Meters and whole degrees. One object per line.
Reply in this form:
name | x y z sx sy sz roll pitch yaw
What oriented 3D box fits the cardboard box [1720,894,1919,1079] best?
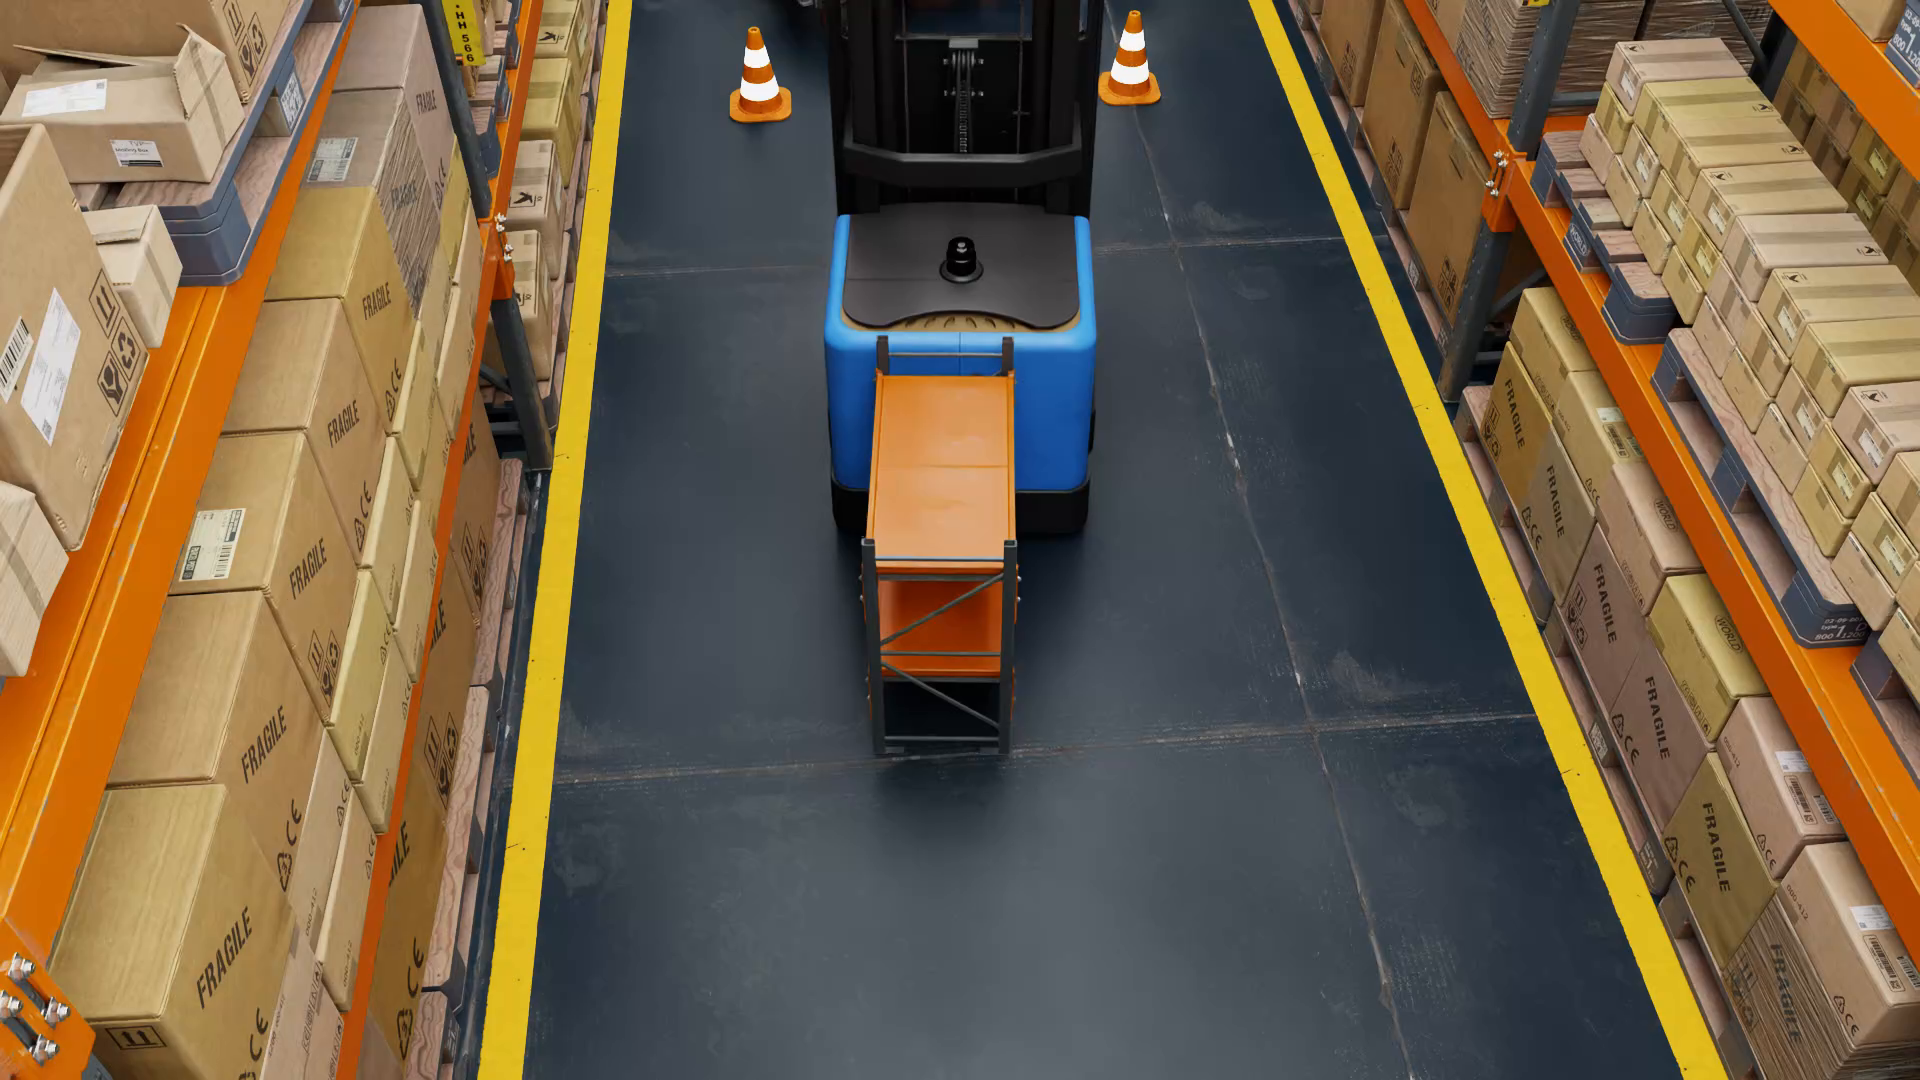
cardboard box | 2.686 1.375 4.950 0.500 0.500 0.500 -4 47 -4

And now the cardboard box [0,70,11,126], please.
cardboard box | -2.233 -0.900 3.479 0.380 0.166 0.250 0 47 0

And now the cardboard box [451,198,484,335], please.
cardboard box | -1.959 -0.938 5.812 0.500 0.250 0.500 -5 47 -5

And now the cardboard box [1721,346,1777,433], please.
cardboard box | 2.613 -0.477 5.156 0.380 0.149 0.250 -3 47 -3

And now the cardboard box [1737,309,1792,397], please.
cardboard box | 2.613 -0.580 5.049 0.380 0.149 0.250 -4 47 -4

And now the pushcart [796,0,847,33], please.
pushcart | -0.327 -3.507 9.948 1.648 0.377 0.936 -19 49 -17

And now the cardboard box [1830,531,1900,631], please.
cardboard box | 2.677 0.096 4.613 0.380 0.149 0.250 -5 47 -5

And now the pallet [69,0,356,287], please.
pallet | -2.057 -1.035 3.865 1.003 0.211 1.213 -2 47 -1

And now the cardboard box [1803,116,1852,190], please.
cardboard box | 3.183 -1.351 5.779 0.380 0.149 0.250 -2 47 -2

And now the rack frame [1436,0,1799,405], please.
rack frame | 2.664 -1.714 6.444 1.000 3.000 0.127 -3 47 -3

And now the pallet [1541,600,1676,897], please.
pallet | 2.827 0.691 6.086 1.003 0.211 1.213 -3 47 -3

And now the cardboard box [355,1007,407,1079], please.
cardboard box | -2.057 1.697 4.388 0.875 0.875 0.875 -2 47 -2

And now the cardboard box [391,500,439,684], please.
cardboard box | -1.804 0.163 4.769 0.500 0.250 0.500 -4 47 -4

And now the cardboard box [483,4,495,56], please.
cardboard box | -2.070 -2.052 6.647 0.380 0.149 0.250 -6 47 -6

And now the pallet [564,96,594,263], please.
pallet | -2.423 -1.827 8.471 1.003 0.211 1.213 -3 47 -3

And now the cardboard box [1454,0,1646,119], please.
cardboard box | 2.358 -2.058 6.700 0.500 0.500 0.500 -3 47 -3

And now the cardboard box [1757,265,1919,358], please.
cardboard box | 2.621 -0.679 4.938 0.380 0.149 0.250 -2 47 -2

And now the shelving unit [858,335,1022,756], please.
shelving unit | -0.060 0.025 6.088 0.538 1.125 1.048 1 47 0

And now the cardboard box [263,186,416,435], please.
cardboard box | -1.870 -0.629 4.659 0.500 0.500 0.500 -3 47 -3

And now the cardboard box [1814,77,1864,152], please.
cardboard box | 3.180 -1.468 5.685 0.380 0.149 0.250 -4 47 -4

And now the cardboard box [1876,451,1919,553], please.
cardboard box | 2.688 -0.110 4.399 0.380 0.149 0.250 -5 47 -5

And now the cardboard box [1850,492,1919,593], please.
cardboard box | 2.680 -0.012 4.511 0.380 0.149 0.250 -6 47 -5

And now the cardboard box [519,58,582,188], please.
cardboard box | -2.425 -2.072 8.304 0.950 0.372 0.625 -2 47 -2

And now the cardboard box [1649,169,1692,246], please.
cardboard box | 2.555 -1.123 5.563 0.380 0.149 0.250 -5 47 -5

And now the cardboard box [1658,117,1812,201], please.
cardboard box | 2.551 -1.258 5.486 0.380 0.149 0.250 -4 47 -4

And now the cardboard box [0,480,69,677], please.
cardboard box | -1.619 0.041 2.519 0.396 0.266 0.258 -4 47 -4

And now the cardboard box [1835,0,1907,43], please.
cardboard box | 2.542 -1.627 4.227 0.500 0.500 0.500 -3 47 -3

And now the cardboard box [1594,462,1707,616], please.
cardboard box | 2.551 -0.017 5.753 0.500 0.250 0.500 -3 47 -3

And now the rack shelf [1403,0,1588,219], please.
rack shelf | 2.496 -2.913 8.075 1.077 0.370 4.000 -3 47 -3

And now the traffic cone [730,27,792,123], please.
traffic cone | -1.096 -2.549 8.982 0.336 0.463 0.334 -3 47 -3

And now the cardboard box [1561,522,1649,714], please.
cardboard box | 2.562 0.263 6.003 0.500 0.500 0.500 -5 47 -4

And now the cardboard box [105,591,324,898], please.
cardboard box | -1.746 0.474 3.614 0.500 0.500 0.500 -4 47 -4

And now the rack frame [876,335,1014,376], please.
rack frame | -0.054 -0.344 6.437 0.500 1.125 0.032 1 47 0

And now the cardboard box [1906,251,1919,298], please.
cardboard box | 3.247 -0.800 5.257 0.380 0.149 0.250 -4 47 -4

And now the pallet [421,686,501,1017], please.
pallet | -2.170 1.075 5.723 1.003 0.211 1.213 -3 47 -3

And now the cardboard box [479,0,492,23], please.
cardboard box | -2.118 -2.337 6.471 0.500 0.500 0.500 -1 47 -1

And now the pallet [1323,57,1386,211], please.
pallet | 2.574 -2.210 8.835 1.003 0.211 1.213 -3 47 -3

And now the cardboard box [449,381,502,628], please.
cardboard box | -2.285 -0.249 6.230 0.875 0.875 0.875 -4 47 -4

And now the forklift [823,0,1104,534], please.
forklift | 0.019 -2.086 6.844 1.130 2.935 3.031 1 47 0

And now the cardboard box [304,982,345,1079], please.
cardboard box | -1.699 1.272 3.720 0.500 0.250 0.500 -4 47 -4

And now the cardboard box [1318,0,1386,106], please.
cardboard box | 2.548 -2.837 8.767 1.050 0.750 0.750 -3 47 -3

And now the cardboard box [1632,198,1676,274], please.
cardboard box | 2.546 -1.046 5.695 0.380 0.149 0.250 -1 47 -1

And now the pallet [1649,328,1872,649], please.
pallet | 2.870 -0.218 5.159 1.003 0.211 1.213 -3 47 -3

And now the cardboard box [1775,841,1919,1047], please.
cardboard box | 2.684 1.114 4.681 0.500 0.250 0.500 -5 47 -4

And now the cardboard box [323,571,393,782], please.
cardboard box | -1.769 0.356 4.242 0.500 0.250 0.500 -3 47 -3

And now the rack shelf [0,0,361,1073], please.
rack shelf | -2.093 -0.677 3.891 1.077 0.370 4.000 -3 47 -3

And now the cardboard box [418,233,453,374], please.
cardboard box | -1.920 -0.754 5.294 0.500 0.250 0.500 -5 47 -4
